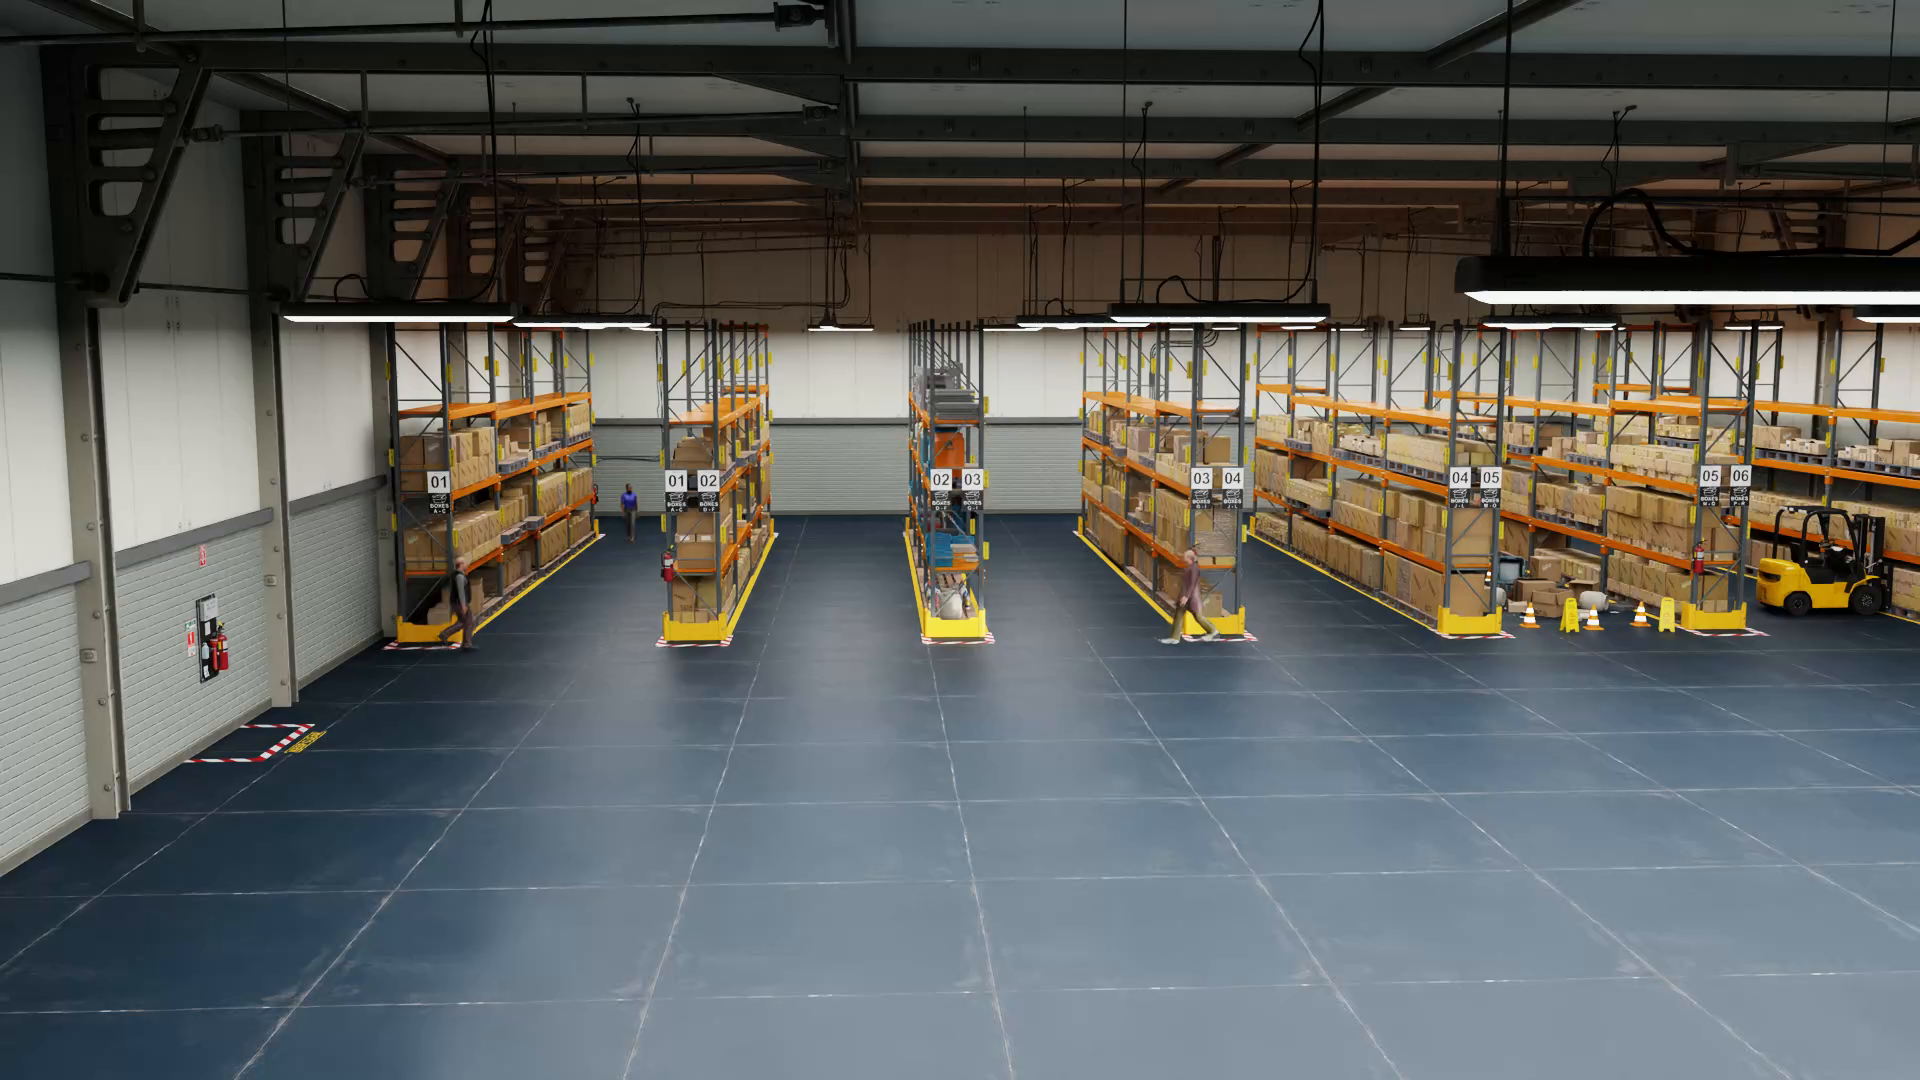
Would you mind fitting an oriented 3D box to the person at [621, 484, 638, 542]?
[{"bbox_3d":[-9.163,-0.768,45.994,0.414,1.584,1.018,0,7,-1],"label":"person"}]

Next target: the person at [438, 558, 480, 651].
[{"bbox_3d":[-9.072,1.170,30.054,0.698,1.703,0.583,-4,8,-27],"label":"person"}]

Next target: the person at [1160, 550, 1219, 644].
[{"bbox_3d":[4.278,1.059,30.760,1.103,1.747,0.504,-4,8,-30],"label":"person"}]

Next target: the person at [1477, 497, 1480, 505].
[{"bbox_3d":[12.668,-0.164,40.496,0.440,1.795,0.594,2,7,18],"label":"person"}]
